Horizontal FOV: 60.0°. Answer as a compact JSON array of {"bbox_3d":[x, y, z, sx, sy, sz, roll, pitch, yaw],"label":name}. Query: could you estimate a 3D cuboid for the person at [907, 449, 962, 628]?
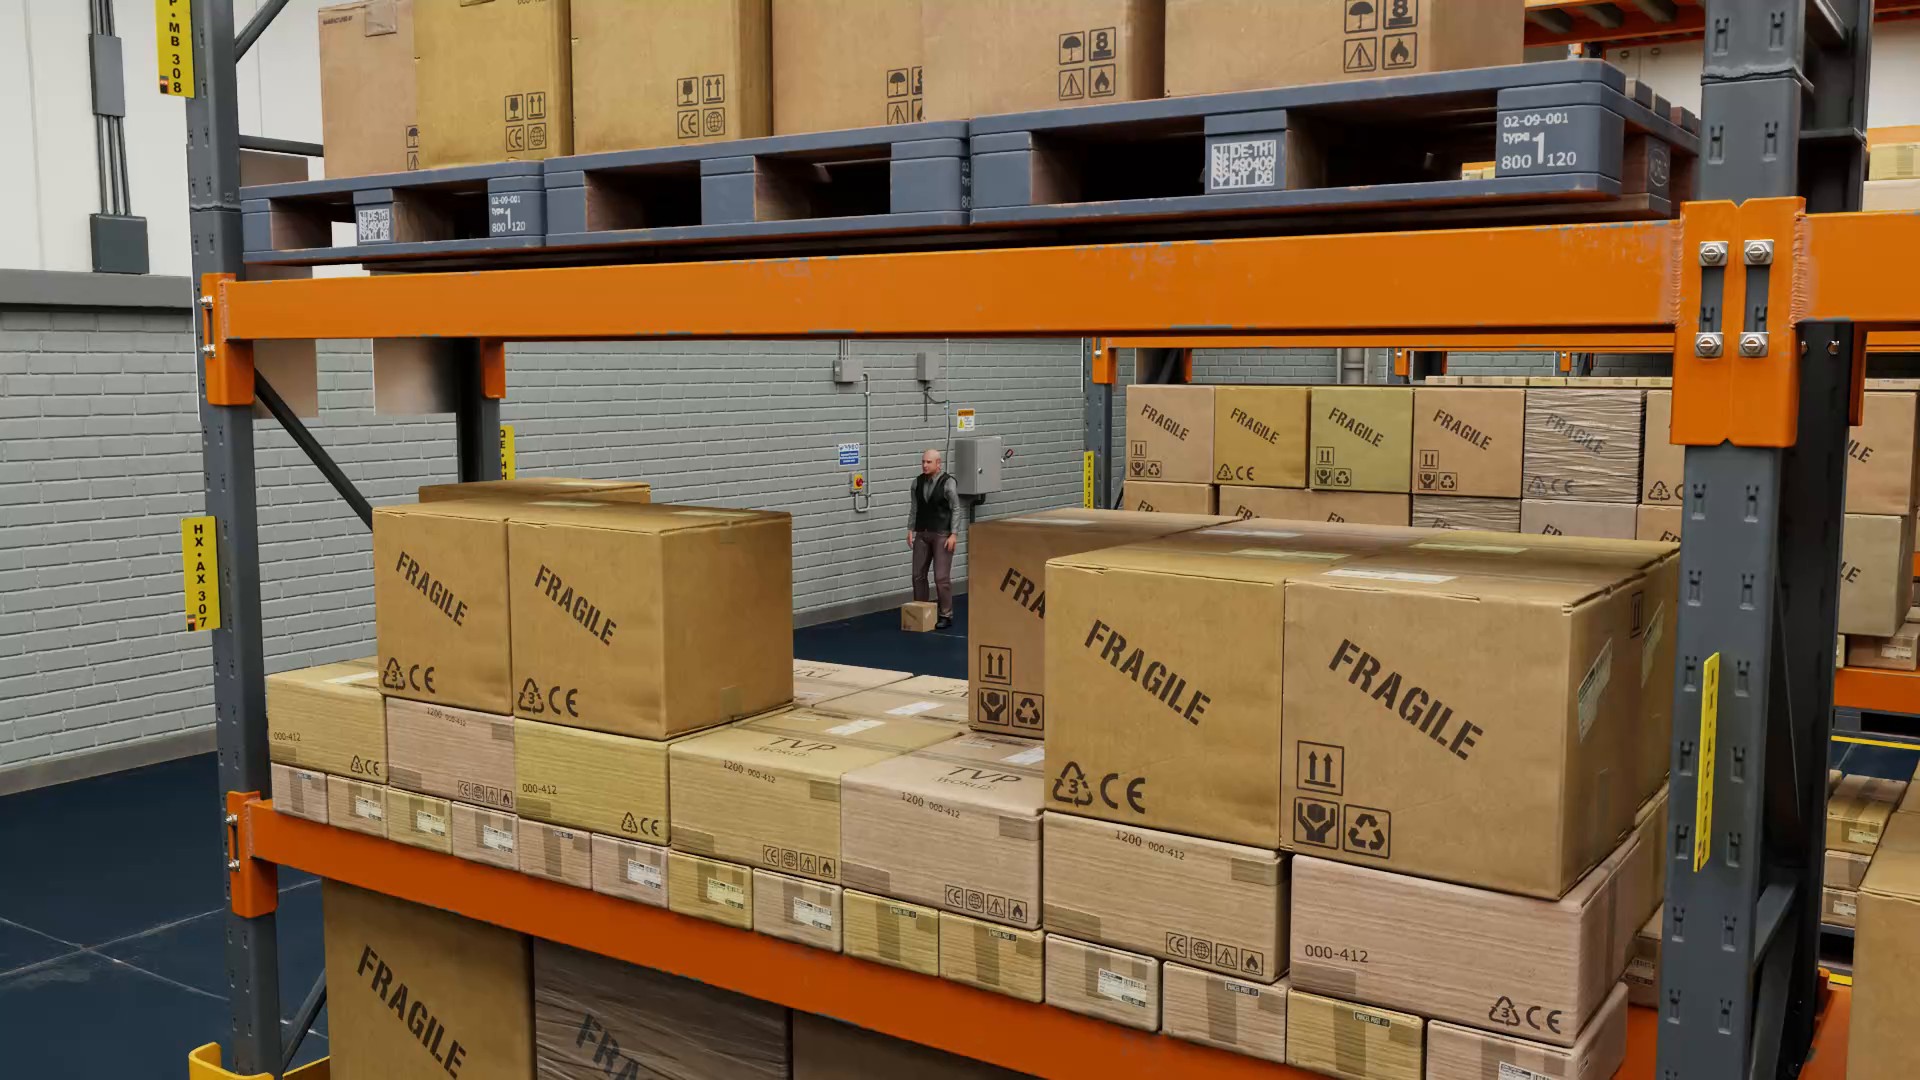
[{"bbox_3d":[-0.247,-0.024,16.099,0.580,1.720,0.421,4,8,34],"label":"person"}]
